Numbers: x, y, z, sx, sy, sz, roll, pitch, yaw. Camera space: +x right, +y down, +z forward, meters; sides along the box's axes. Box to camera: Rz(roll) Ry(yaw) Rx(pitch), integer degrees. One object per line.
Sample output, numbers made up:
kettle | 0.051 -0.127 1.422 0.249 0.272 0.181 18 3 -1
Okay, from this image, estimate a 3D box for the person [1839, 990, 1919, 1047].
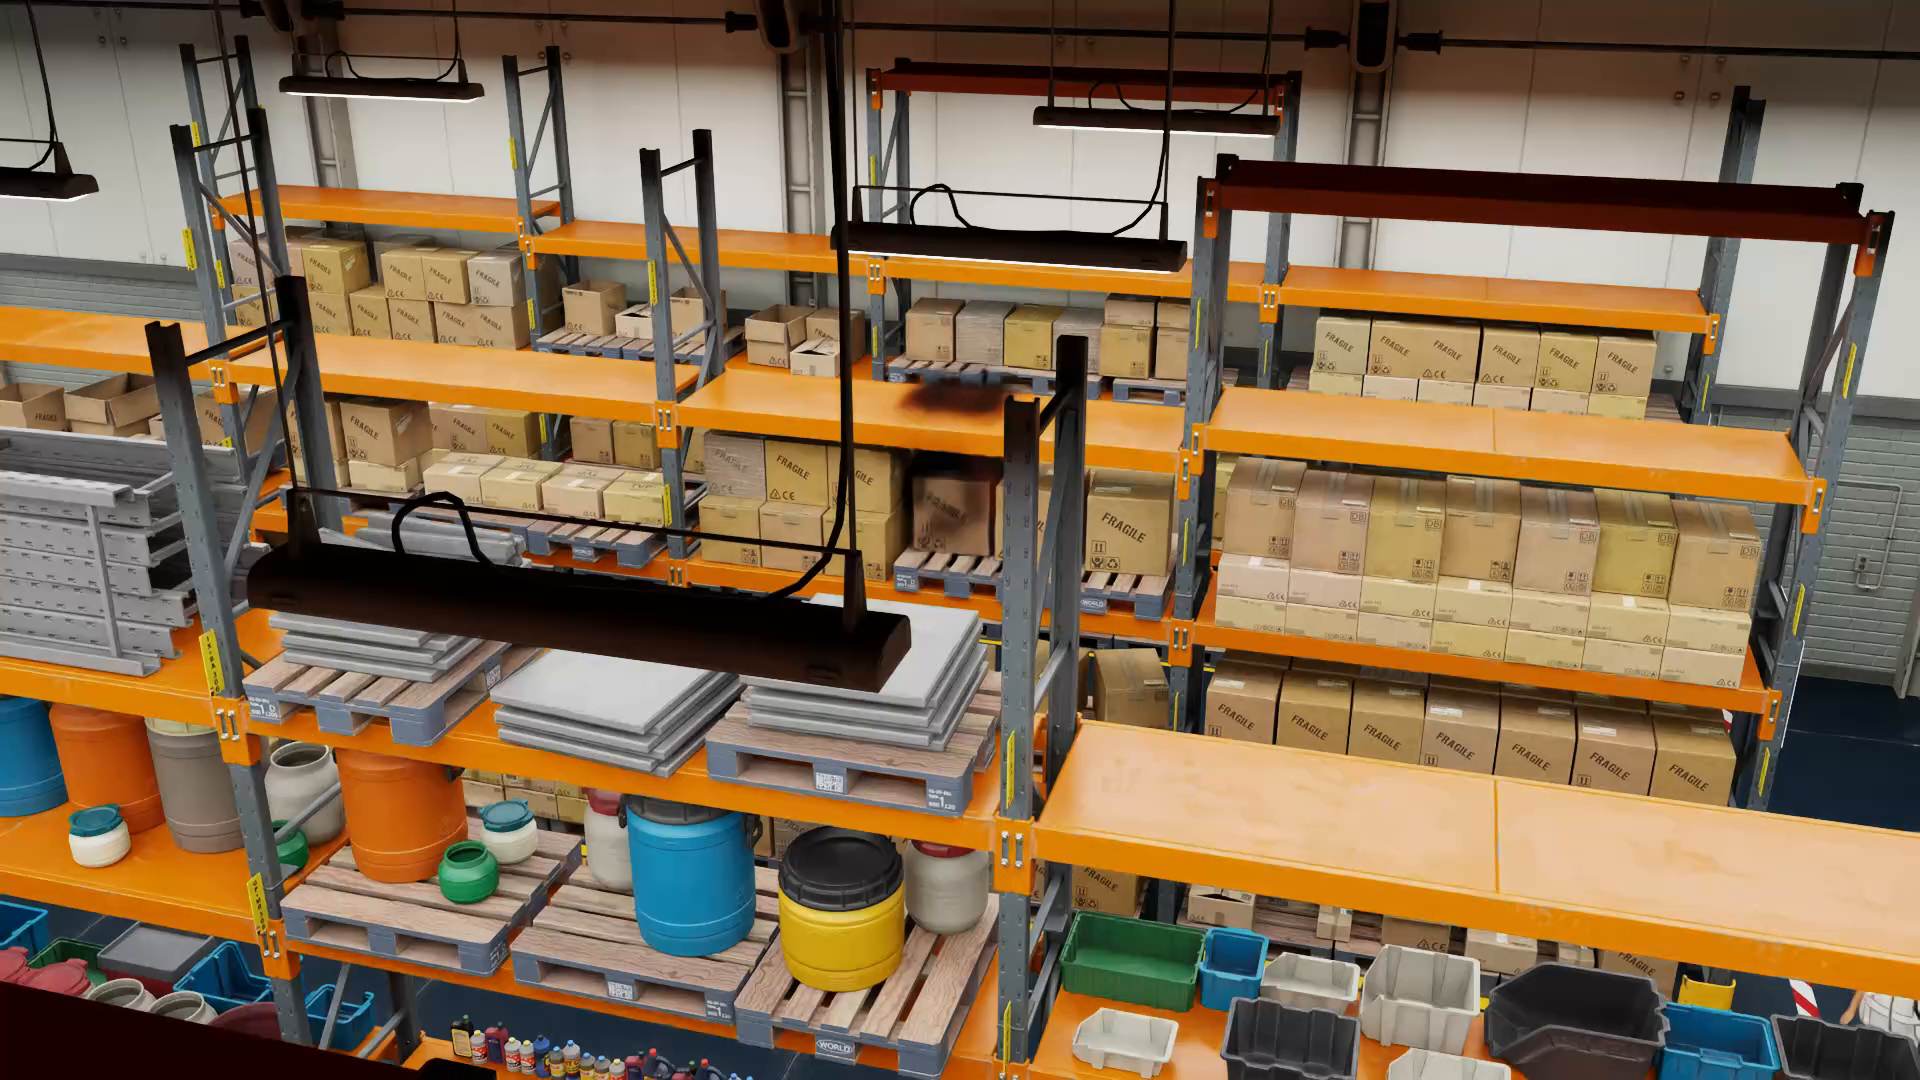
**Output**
person | 6.174 3.183 10.981 0.602 1.600 0.878 16 28 34
